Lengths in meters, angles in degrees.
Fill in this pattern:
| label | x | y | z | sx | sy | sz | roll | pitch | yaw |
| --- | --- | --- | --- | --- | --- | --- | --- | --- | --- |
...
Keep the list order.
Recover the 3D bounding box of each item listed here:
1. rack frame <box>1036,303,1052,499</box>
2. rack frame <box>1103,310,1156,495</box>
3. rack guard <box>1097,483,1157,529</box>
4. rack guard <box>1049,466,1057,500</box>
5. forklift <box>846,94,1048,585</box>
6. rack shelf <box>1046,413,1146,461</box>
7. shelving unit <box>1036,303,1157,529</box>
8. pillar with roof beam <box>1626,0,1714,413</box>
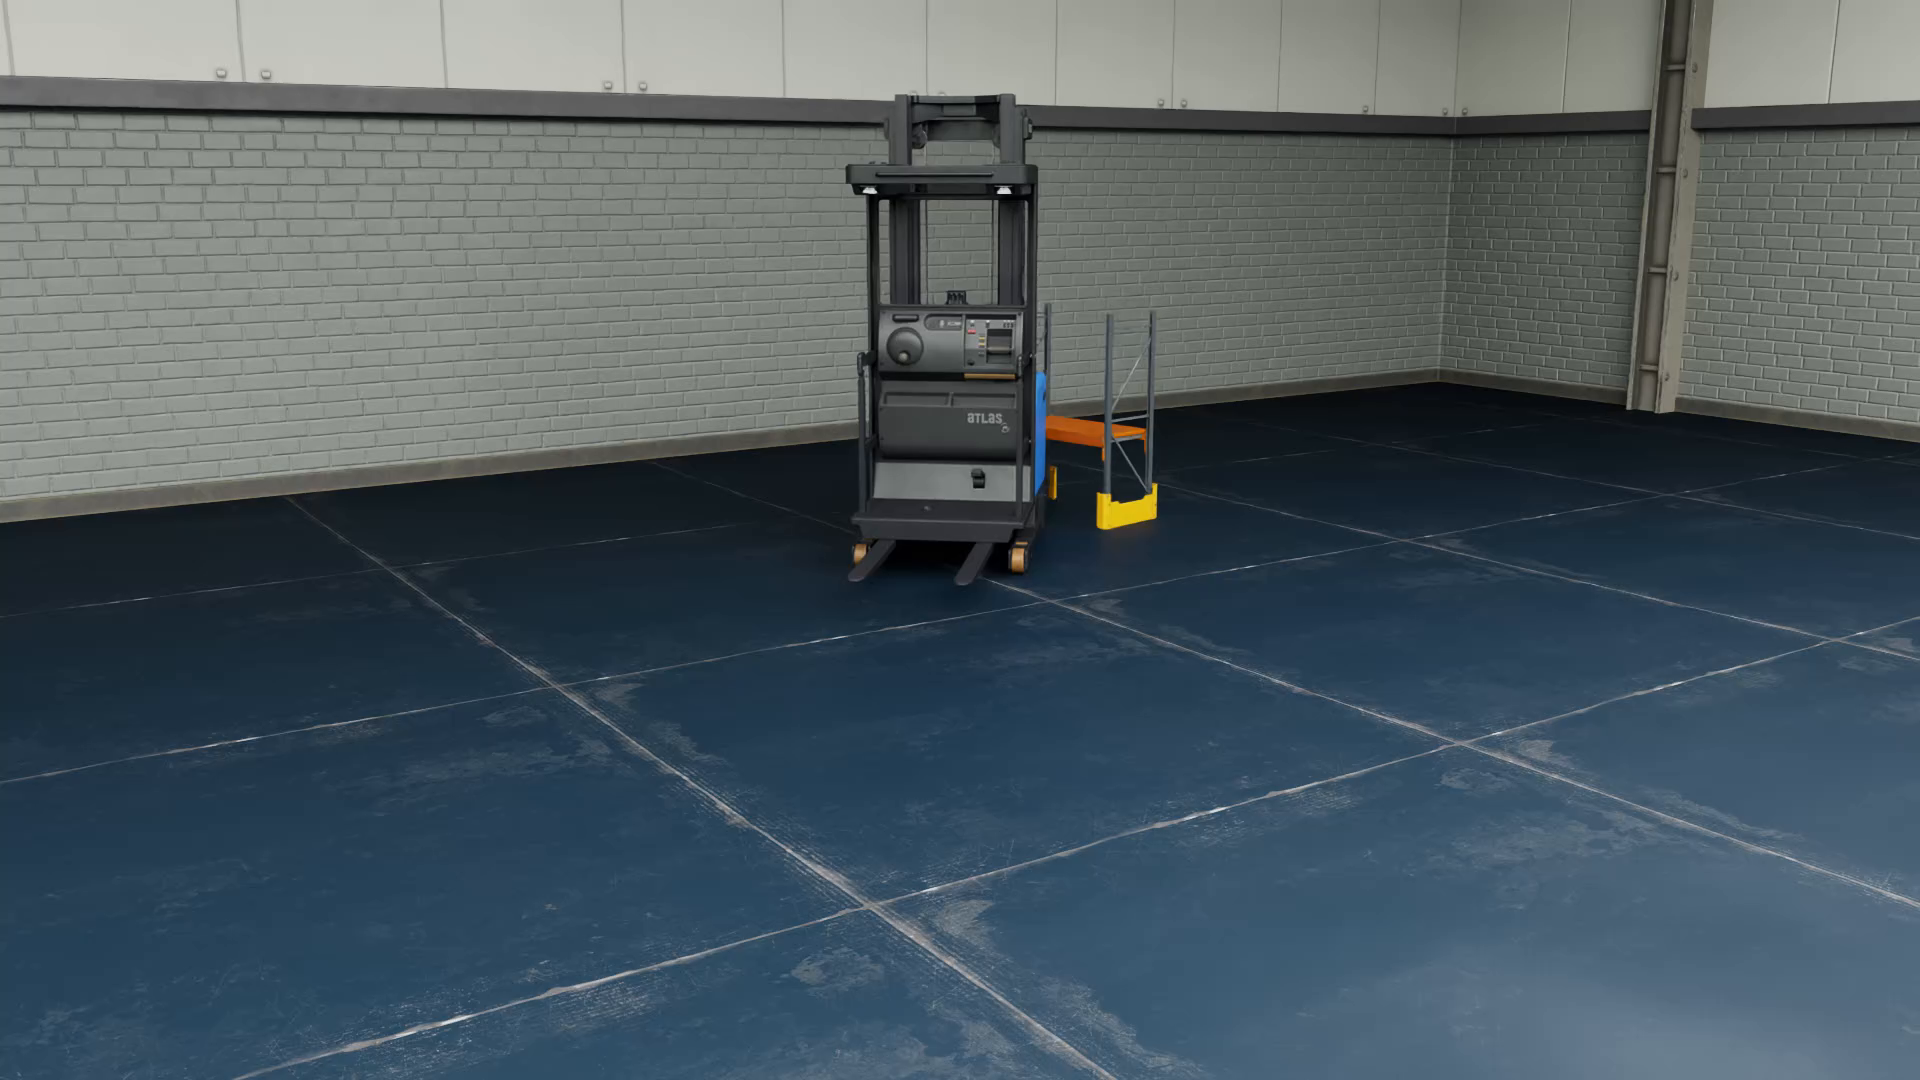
| label | x | y | z | sx | sy | sz | roll | pitch | yaw |
| --- | --- | --- | --- | --- | --- | --- | --- | --- | --- |
| rack frame | 0.497 | -1.014 | 12.487 | 0.500 | 1.500 | 0.032 | -12 | 17 | -42 |
| rack frame | 1.199 | -0.857 | 11.770 | 0.500 | 1.500 | 0.032 | -12 | 17 | -42 |
| rack guard | 1.198 | -0.247 | 11.904 | 0.587 | 0.250 | 0.087 | -12 | 17 | -42 |
| rack guard | 0.510 | -0.400 | 12.607 | 0.587 | 0.250 | 0.087 | -12 | 17 | -42 |
| forklift | -0.086 | -1.299 | 10.443 | 1.130 | 2.935 | 3.031 | 2 | 12 | 8 |
| rack shelf | 0.848 | -0.760 | 12.167 | 0.538 | 0.185 | 1.000 | -12 | 17 | -42 |
| shelving unit | 0.854 | -0.934 | 12.122 | 0.587 | 1.500 | 1.083 | -12 | 17 | -42 |
| pillar with roof beam | 3.757 | -5.267 | 14.382 | 9.100 | 9.000 | 0.400 | -8 | 15 | -33 |
